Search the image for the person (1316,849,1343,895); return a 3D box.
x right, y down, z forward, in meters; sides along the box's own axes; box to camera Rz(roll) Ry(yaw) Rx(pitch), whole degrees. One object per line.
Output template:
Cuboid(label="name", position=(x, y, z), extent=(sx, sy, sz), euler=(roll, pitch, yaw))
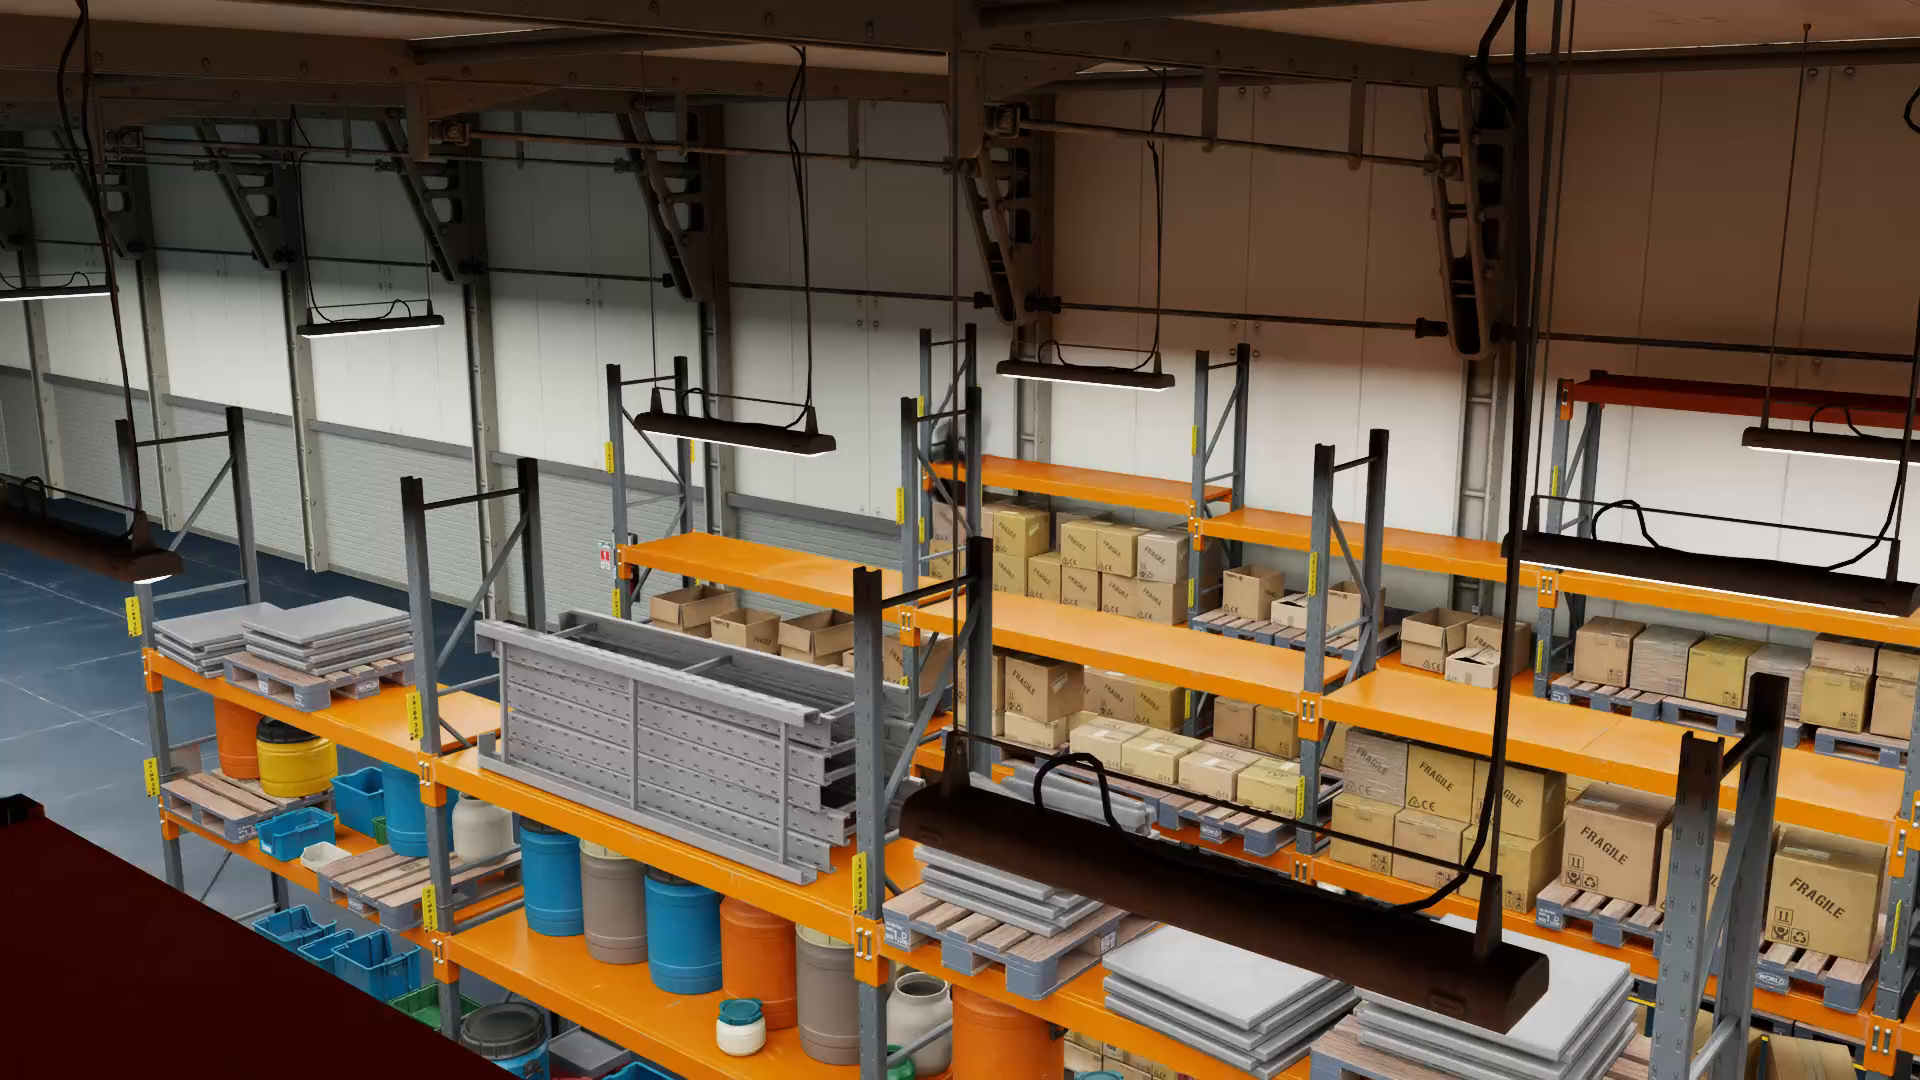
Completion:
Cuboid(label="person", position=(3.441, 3.739, 15.925), extent=(0.568, 1.654, 0.570), euler=(7, 14, 27))
